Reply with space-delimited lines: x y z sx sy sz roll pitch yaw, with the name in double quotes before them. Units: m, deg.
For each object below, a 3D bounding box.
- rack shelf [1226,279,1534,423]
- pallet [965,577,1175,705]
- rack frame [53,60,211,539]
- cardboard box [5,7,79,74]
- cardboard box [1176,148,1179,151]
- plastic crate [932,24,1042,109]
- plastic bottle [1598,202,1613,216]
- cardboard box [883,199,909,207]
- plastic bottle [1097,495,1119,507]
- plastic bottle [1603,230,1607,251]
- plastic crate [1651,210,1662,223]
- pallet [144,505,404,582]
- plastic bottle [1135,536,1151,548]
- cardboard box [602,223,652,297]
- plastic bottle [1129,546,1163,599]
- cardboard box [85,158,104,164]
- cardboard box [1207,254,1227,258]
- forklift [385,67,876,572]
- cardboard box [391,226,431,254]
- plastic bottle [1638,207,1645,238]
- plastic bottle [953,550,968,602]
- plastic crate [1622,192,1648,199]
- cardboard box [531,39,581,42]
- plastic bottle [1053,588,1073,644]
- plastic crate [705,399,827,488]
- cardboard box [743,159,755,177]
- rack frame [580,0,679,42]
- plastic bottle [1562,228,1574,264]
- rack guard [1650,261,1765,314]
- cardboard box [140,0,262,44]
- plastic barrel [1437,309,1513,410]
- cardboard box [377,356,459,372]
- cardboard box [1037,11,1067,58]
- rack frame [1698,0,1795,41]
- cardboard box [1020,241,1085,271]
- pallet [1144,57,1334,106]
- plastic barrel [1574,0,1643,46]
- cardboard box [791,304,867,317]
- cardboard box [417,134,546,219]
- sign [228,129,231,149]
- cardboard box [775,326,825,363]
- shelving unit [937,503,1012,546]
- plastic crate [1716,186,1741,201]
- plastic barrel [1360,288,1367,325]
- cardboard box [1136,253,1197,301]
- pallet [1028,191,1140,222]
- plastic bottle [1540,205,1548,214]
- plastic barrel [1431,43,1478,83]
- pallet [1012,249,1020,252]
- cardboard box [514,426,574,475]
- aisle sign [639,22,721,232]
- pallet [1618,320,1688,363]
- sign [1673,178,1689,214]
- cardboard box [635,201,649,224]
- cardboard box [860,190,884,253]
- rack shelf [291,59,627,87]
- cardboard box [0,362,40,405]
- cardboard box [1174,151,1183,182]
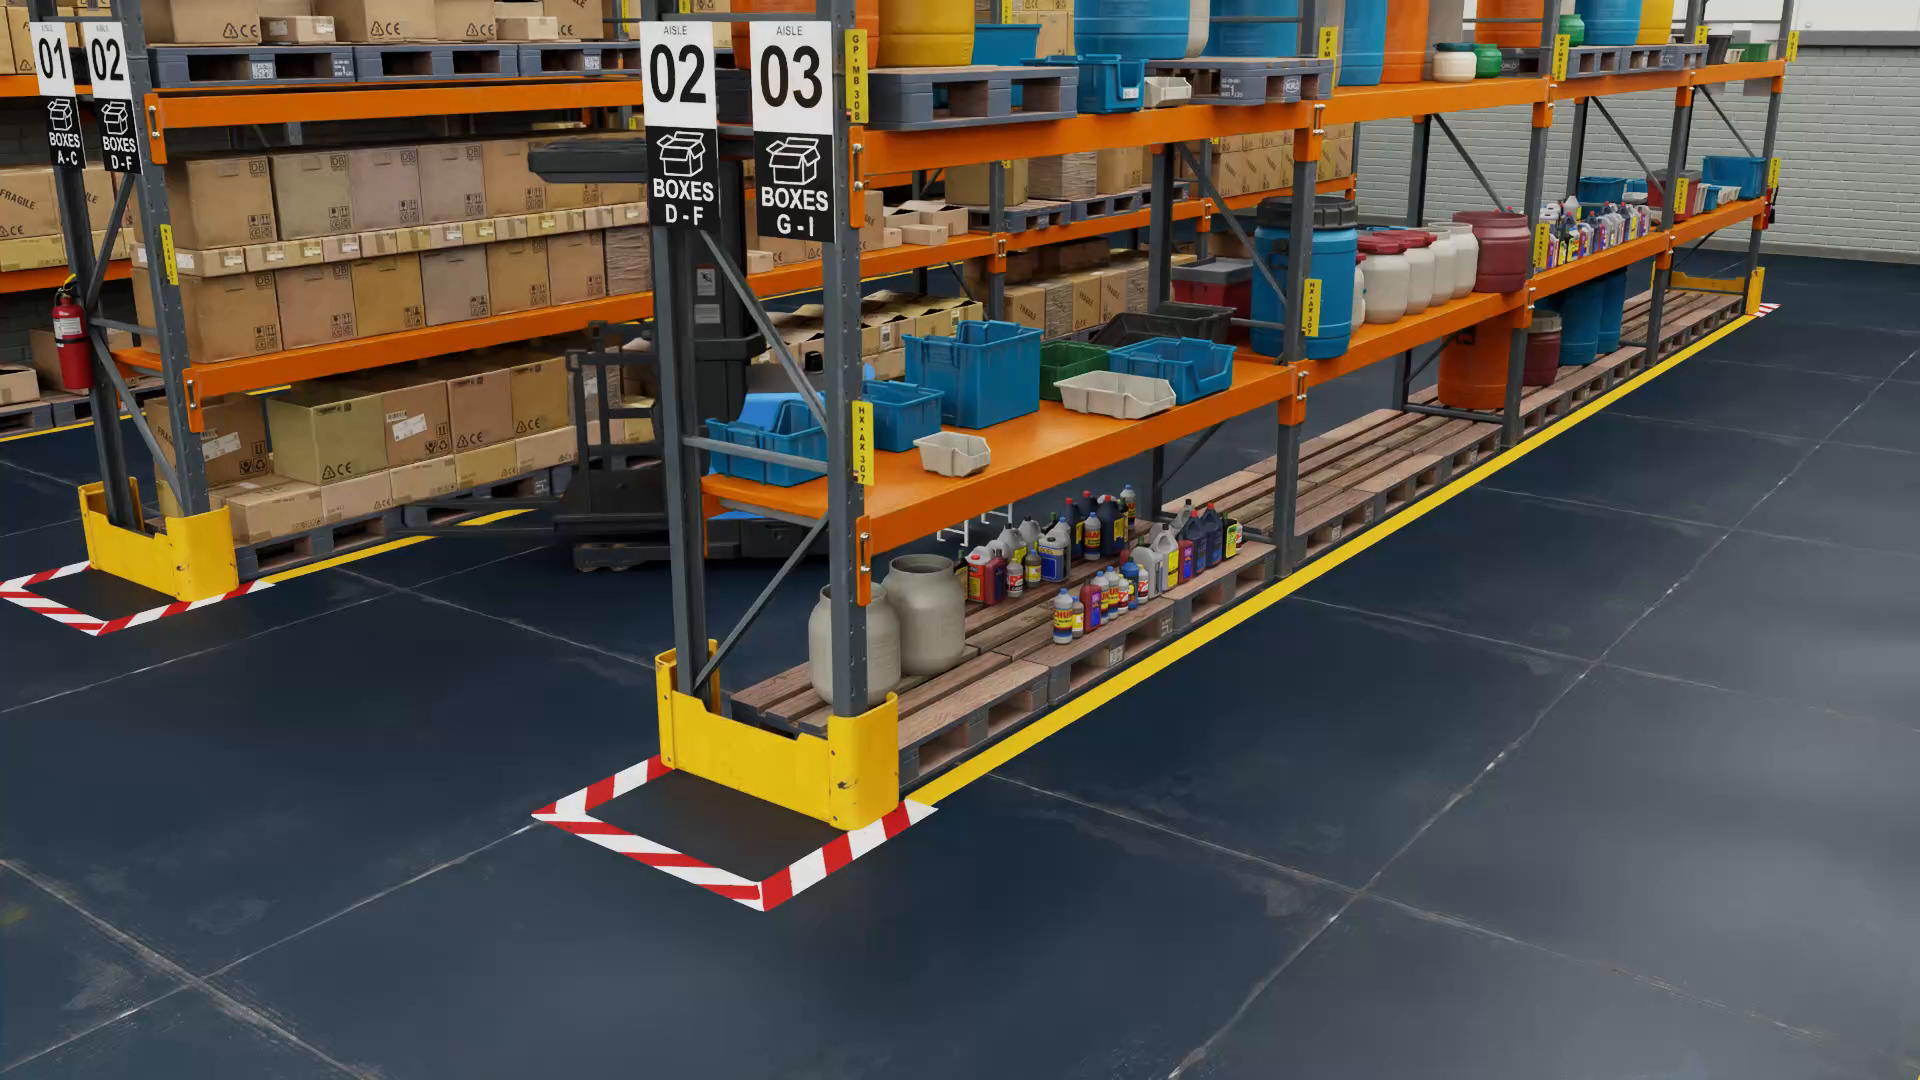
"rack shelf" 2.761 -1.426 11.491 1.077 0.370 4.000 12 21 35
"pallet" 0.410 0.483 8.833 1.003 0.211 1.213 12 21 35
"rack frame" -4.790 -1.217 9.604 1.000 3.000 0.127 12 21 35
"cardboard box" -7.413 -3.994 13.287 0.500 0.500 0.500 14 22 38
"cardboard box" 2.454 -4.766 19.180 0.500 0.500 0.500 13 21 35
"plastic crate" 0.081 -2.273 7.974 0.392 0.384 0.575 12 21 35
"plastic bottle" 5.826 -2.880 15.043 0.144 0.351 0.185 12 21 35
"cardboard box" -0.869 -4.615 22.961 0.380 0.149 0.250 12 21 33
"plastic bottle" 0.857 -0.122 9.931 0.152 0.276 0.135 13 22 37
"plastic bottle" 5.577 -2.626 14.477 0.097 0.201 0.097 0 17 0
"plastic crate" 6.728 -3.187 16.292 0.396 0.136 0.243 12 21 35
"pallet" -4.368 -0.075 10.628 1.003 0.211 1.213 12 21 35
"plastic bottle" 1.013 0.109 9.174 0.061 0.283 0.133 12 21 35
"cardboard box" -2.666 -2.110 12.313 0.700 0.500 0.500 12 21 33
"plastic bottle" 1.011 0.162 9.014 0.152 0.276 0.135 13 21 36
"cardboard box" -7.447 -3.025 14.381 0.500 0.500 0.500 13 22 36
"cardboard box" 2.919 -3.365 20.315 0.500 0.311 0.500 12 21 35
"forklift" -2.025 -1.369 10.210 3.031 2.935 1.130 -1 17 -4
"cardboard box" -3.617 -1.937 10.661 0.380 0.149 0.250 12 21 34
"plastic bottle" 6.260 -2.929 15.314 0.061 0.283 0.133 12 21 35
"plastic bottle" -0.017 0.201 8.878 0.061 0.283 0.133 13 22 36
"plastic crate" 7.132 -3.569 17.523 0.293 0.136 0.466 12 21 35
"cardboard box" -4.216 -5.177 17.416 0.500 0.311 0.500 12 21 35
"plastic bottle" 0.517 0.375 8.335 0.097 0.271 0.097 0 17 0
"plastic crate" -0.756 -0.442 7.359 0.499 0.251 0.616 12 21 35
"cardboard box" -2.588 -4.633 19.901 0.500 0.500 0.500 13 22 36
"rack frame" -2.406 -5.035 11.782 1.000 3.000 0.127 12 21 35
"plastic bottle" 5.000 -2.425 13.692 0.061 0.283 0.133 12 21 35
"rack guard" 8.724 -2.966 19.451 1.175 0.500 0.348 12 21 35
"cardboard box" -4.444 -3.102 9.499 0.797 0.503 0.637 14 22 38
"plastic barrel" 4.231 -1.530 13.563 0.600 0.830 0.708 12 21 35
"cardboard box" -3.826 -1.002 11.577 0.500 0.500 0.500 12 21 35
"cardboard box" 0.514 -4.834 16.025 0.910 0.500 0.500 12 21 35
"rack frame" 8.720 -7.016 18.165 1.000 3.000 0.127 12 21 35
"cardboard box" 0.982 -3.019 17.618 0.500 0.250 0.500 12 21 34
"pallet" 1.218 -2.447 8.825 1.213 0.211 1.003 12 21 35
"plastic barrel" 5.442 -4.638 14.009 0.600 0.901 0.708 12 21 35
"cardboard box" -1.183 -1.957 14.970 0.500 0.311 0.500 12 21 33
"cardboard box" -3.264 -2.490 11.349 0.700 0.500 0.500 12 21 35
"sign" -6.835 -3.694 15.629 0.100 0.325 0.005 12 21 35
"cardboard box" -1.350 -1.621 13.888 0.500 0.311 0.500 12 21 33
"shelving unit" 0.099 -0.612 10.693 0.258 1.200 0.503 12 21 35
"plastic crate" 8.379 -3.828 18.356 0.396 0.136 0.243 12 21 35
"plastic barrel" 2.481 -1.515 10.799 0.301 0.262 0.301 0 17 0
"cardboard box" 2.297 -2.923 18.572 0.500 0.500 0.500 12 21 34
"pallet" 1.132 -3.495 17.263 1.003 0.211 1.213 12 21 35
"plastic bottle" 5.445 -2.984 15.513 0.097 0.271 0.097 0 17 0
"plastic barrel" 3.383 -3.268 11.386 0.301 0.262 0.301 0 17 0
"pallet" 0.350 -4.366 24.448 1.003 0.211 1.213 12 21 35
"cardboard box" -3.099 -0.669 11.768 0.500 0.250 0.500 12 21 35
"aisle sign" -1.095 -1.617 6.511 0.394 0.787 0.004 12 21 35
"pallet" 6.743 -2.049 16.986 1.003 0.211 1.213 12 21 35
"sign" 6.777 -3.233 15.631 0.100 0.325 0.005 12 21 35
"cardboard box" -2.396 -2.424 12.231 0.380 0.149 0.250 12 21 35
"cardboard box" -1.010 -2.767 14.429 0.500 0.500 0.500 11 20 32
"rack shelf" -5.195 -4.609 16.684 1.077 0.370 4.000 12 21 35
"cardboard box" -7.946 -1.302 13.670 0.500 0.311 0.500 15 22 39
"cardboard box" 2.452 -4.287 19.323 0.500 0.500 0.500 13 21 36
